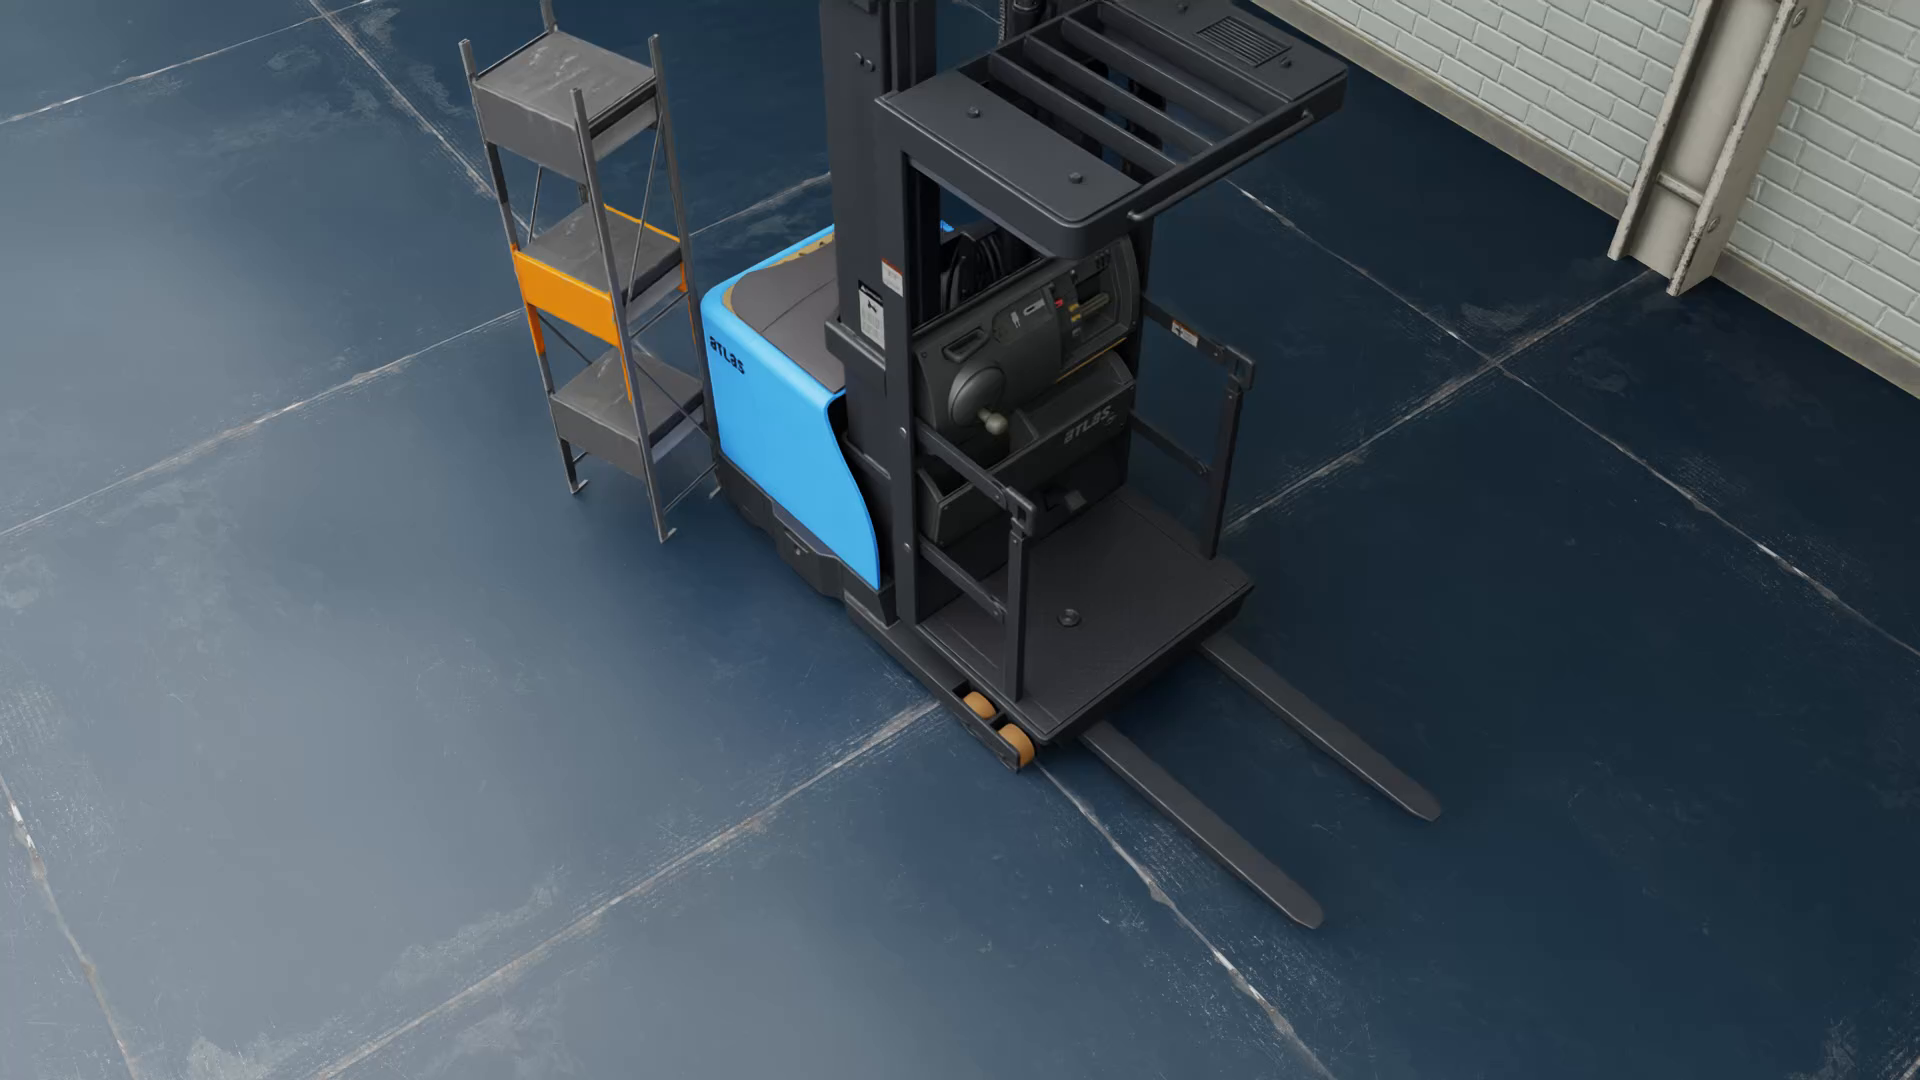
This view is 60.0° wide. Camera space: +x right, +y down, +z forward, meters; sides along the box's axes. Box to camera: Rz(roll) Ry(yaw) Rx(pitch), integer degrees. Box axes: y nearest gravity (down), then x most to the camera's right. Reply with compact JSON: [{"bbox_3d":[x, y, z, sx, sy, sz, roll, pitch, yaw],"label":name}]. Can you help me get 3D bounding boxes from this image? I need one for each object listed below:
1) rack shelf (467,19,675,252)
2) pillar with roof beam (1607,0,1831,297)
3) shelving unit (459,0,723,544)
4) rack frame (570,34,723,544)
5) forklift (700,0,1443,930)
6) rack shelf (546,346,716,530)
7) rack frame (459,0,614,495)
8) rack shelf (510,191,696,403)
[{"bbox_3d":[-1.299,-1.377,5.654,0.480,0.518,0.431,27,53,22],"label":"rack shelf"},{"bbox_3d":[-0.078,-2.413,2.862,9.100,9.000,0.400,-29,54,-24],"label":"pillar with roof beam"},{"bbox_3d":[-1.299,-0.916,6.162,0.503,2.100,0.431,27,53,22],"label":"shelving unit"},{"bbox_3d":[-1.097,-0.814,6.070,0.015,2.100,0.400,27,53,22],"label":"rack frame"},{"bbox_3d":[0.378,-0.590,5.305,1.130,2.935,3.031,-33,56,-27],"label":"forklift"},{"bbox_3d":[-1.299,-0.437,6.691,0.480,0.518,0.431,27,53,22],"label":"rack shelf"},{"bbox_3d":[-1.501,-1.018,6.254,0.015,2.100,0.400,27,53,22],"label":"rack frame"},{"bbox_3d":[-1.299,-0.907,6.172,0.480,0.518,0.431,27,53,22],"label":"rack shelf"}]
